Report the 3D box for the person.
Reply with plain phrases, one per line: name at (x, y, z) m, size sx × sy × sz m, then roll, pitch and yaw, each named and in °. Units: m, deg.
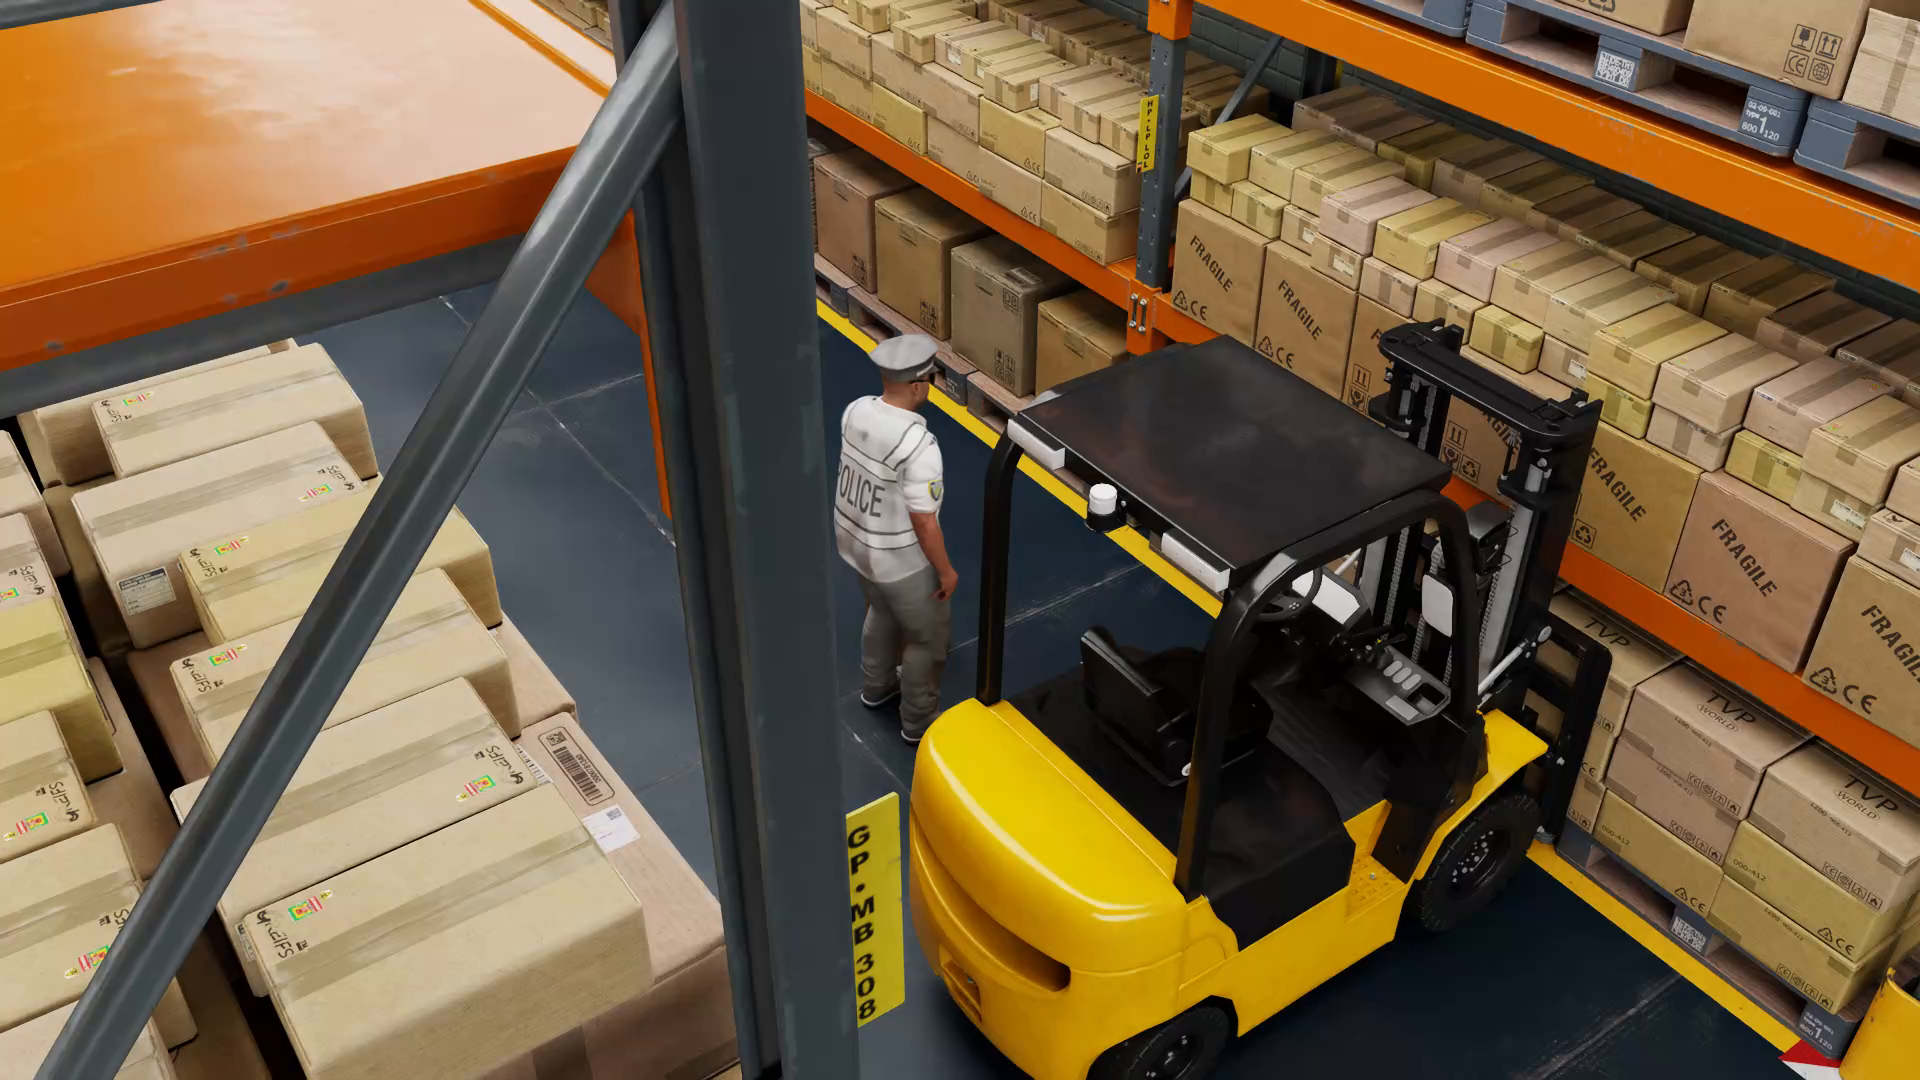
person at (-0.253, 0.025, 6.608) m, size 0.433 × 1.748 × 0.588 m, roll -24°, pitch 43°, yaw -30°
